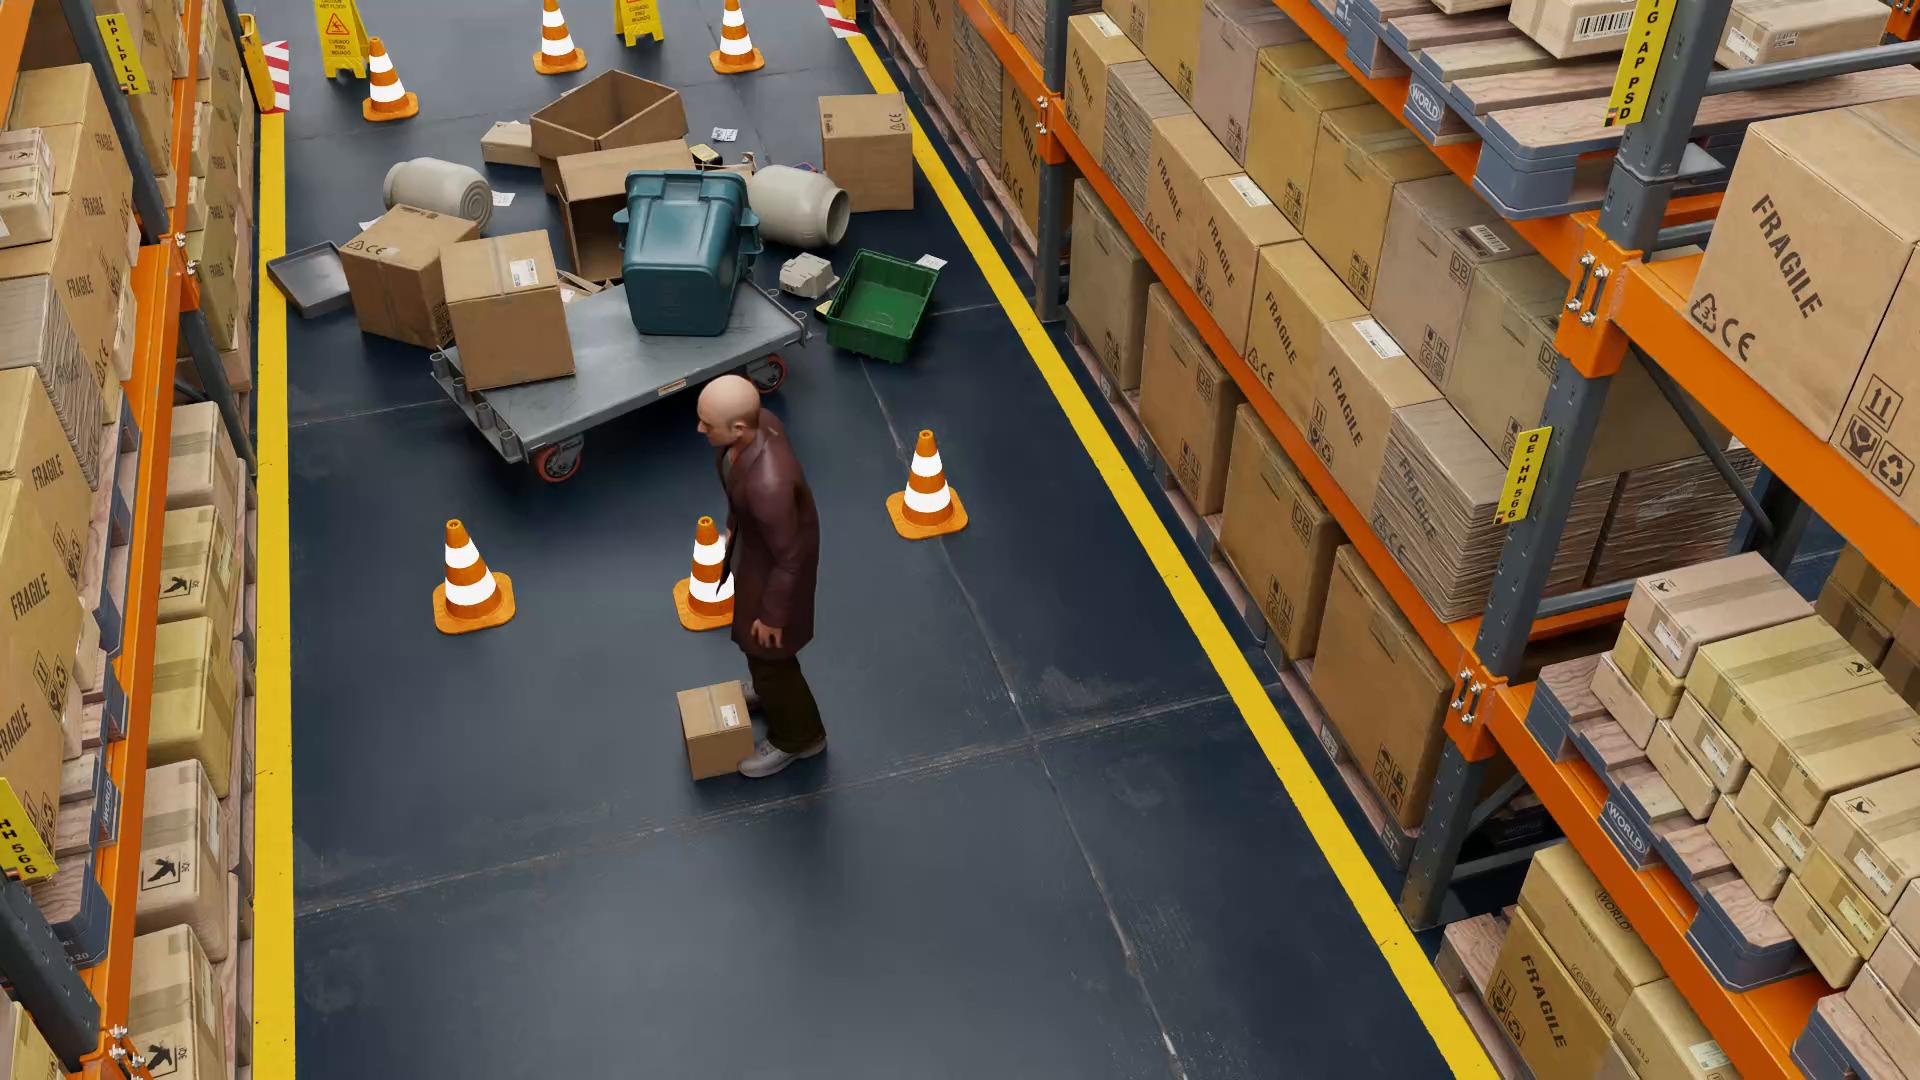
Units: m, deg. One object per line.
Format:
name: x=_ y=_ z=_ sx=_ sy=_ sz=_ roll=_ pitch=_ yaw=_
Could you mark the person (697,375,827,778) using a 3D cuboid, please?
person: x=-0.717 y=0.117 z=6.039 sx=0.420 sy=1.774 sz=0.643 roll=-12 pitch=43 yaw=-13
